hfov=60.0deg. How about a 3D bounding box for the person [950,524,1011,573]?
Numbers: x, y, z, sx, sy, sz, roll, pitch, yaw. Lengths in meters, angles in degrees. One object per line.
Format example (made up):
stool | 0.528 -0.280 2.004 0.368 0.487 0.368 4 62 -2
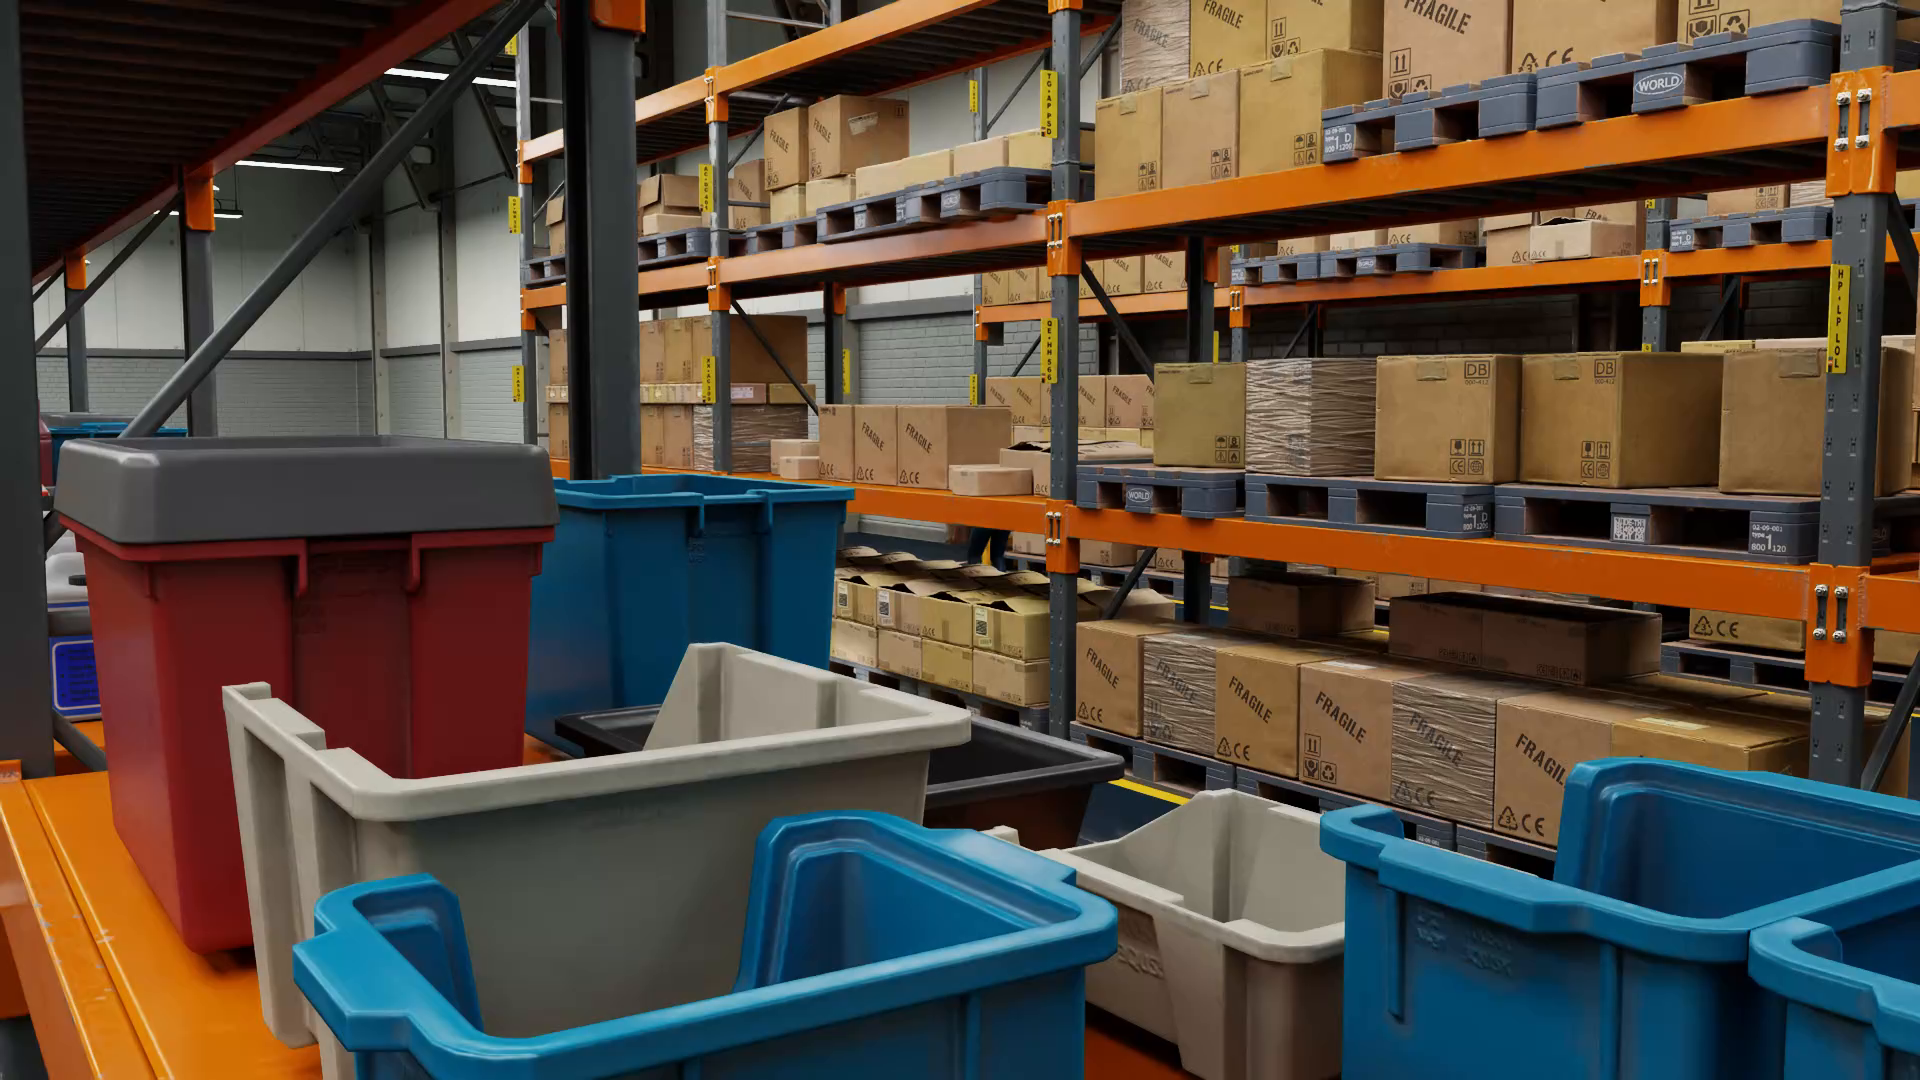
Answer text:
person | 0.170 -0.071 14.562 0.381 1.359 0.727 -3 6 -35
